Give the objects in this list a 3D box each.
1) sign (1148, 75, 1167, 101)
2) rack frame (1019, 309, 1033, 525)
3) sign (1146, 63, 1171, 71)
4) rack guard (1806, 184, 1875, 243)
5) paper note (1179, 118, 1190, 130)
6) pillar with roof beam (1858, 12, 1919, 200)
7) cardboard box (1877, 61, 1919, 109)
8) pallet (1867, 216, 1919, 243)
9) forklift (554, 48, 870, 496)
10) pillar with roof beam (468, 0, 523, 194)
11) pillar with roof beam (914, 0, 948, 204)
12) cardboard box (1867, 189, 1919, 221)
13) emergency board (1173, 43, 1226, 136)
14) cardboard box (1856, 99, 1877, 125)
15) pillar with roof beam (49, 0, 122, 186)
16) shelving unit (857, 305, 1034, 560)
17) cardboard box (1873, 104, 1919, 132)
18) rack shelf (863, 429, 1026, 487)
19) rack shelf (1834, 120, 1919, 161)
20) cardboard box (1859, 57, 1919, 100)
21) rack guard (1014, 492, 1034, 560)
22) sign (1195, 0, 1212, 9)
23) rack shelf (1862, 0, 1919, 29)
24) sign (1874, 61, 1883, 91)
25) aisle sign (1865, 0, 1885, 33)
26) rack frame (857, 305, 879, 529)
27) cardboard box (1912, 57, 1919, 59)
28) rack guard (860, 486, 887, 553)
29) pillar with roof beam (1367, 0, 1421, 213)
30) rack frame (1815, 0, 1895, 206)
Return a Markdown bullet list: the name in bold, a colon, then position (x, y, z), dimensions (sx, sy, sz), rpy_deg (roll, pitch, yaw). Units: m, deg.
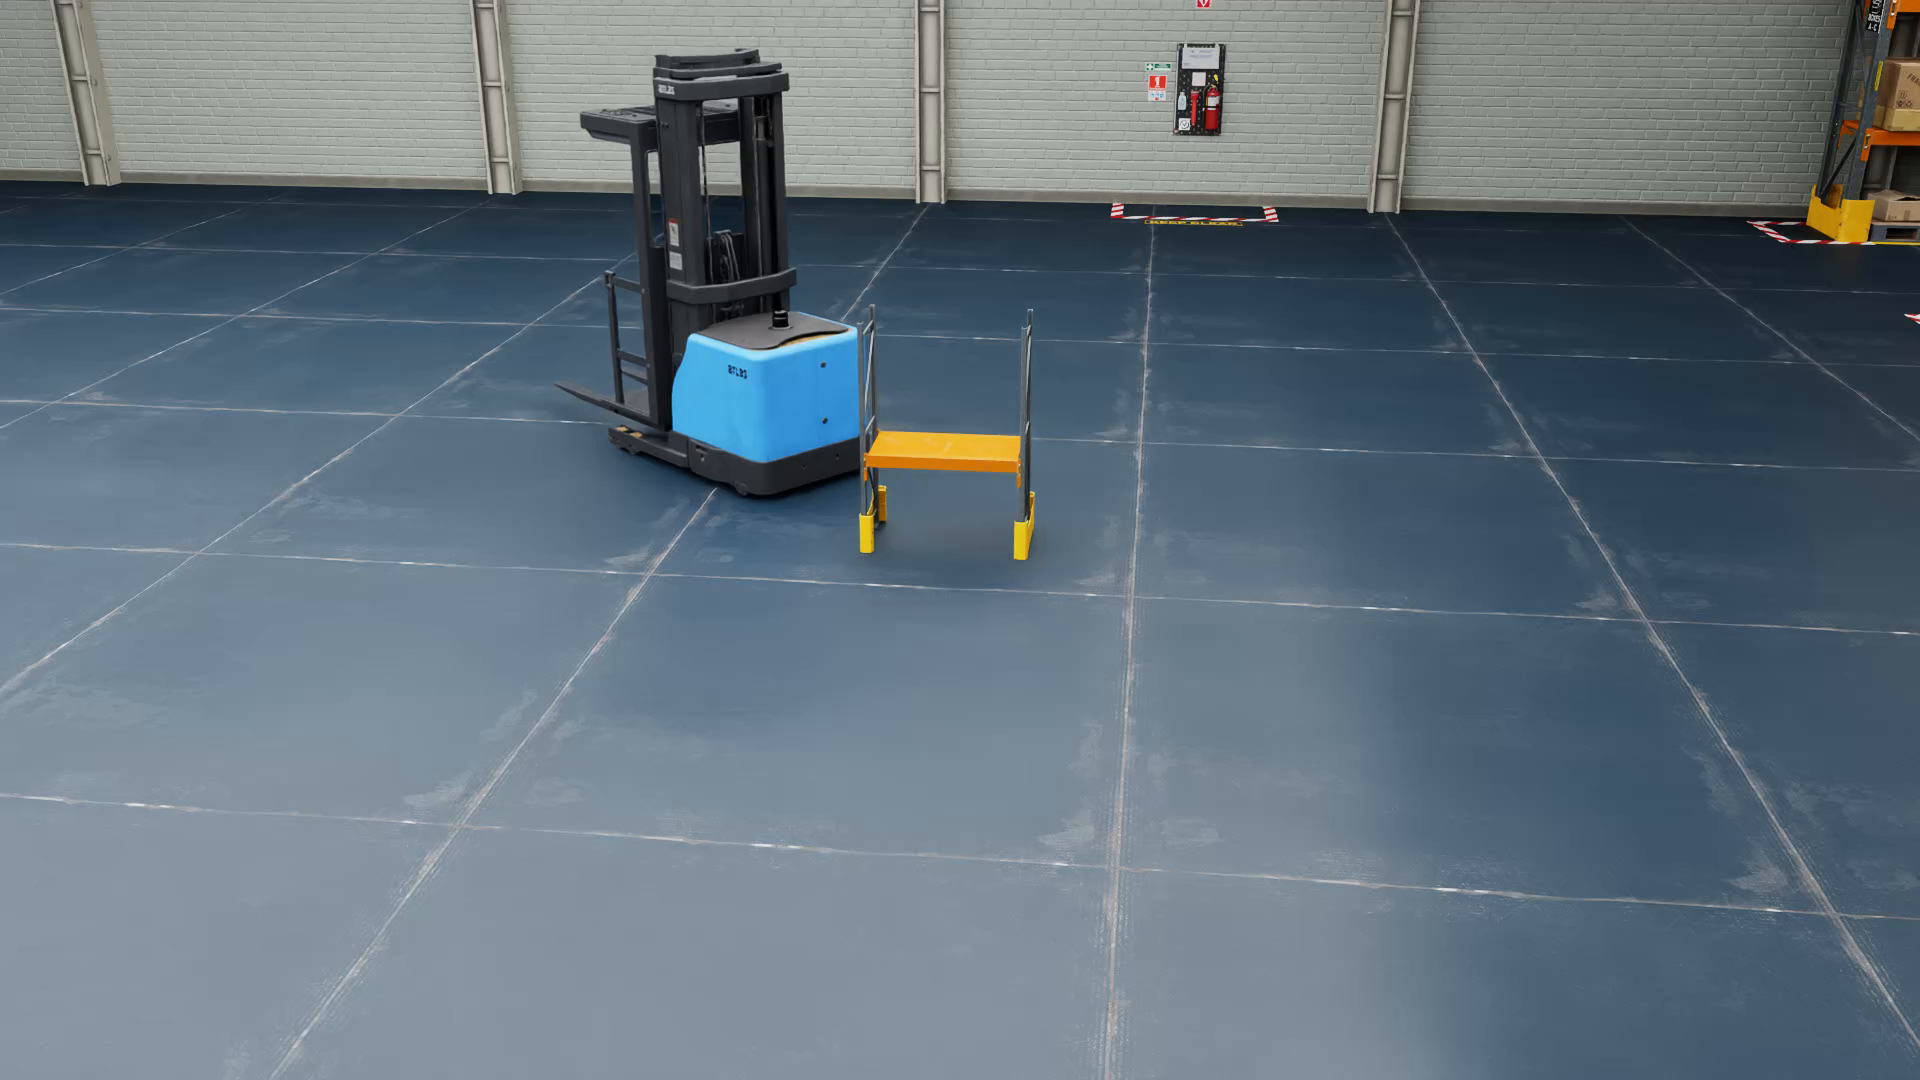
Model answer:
- **sign**: position (2.589, -5.934, 21.821), dimensions (0.234, 0.329, 0.001), rpy_deg (2, 22, 6)
- **rack frame**: position (0.420, -0.679, 10.618), dimensions (0.032, 1.500, 0.500), rpy_deg (2, 22, 6)
- **sign**: position (2.593, -6.177, 21.715), dimensions (0.331, 0.109, 0.001), rpy_deg (2, 22, 6)
- **rack guard**: position (10.813, -4.024, 20.438), dimensions (0.348, 0.500, 1.175), rpy_deg (2, 22, 6)
- **paper note**: position (2.959, -5.479, 21.917), dimensions (0.142, 0.148, 0.016), rpy_deg (2, 22, 6)
- **pillar with roof beam**: position (11.027, -6.693, 15.631), dimensions (0.400, 9.000, 9.100), rpy_deg (2, 22, 6)
- **cardboard box**: position (11.176, -5.348, 19.543), dimensions (0.500, 0.500, 0.500), rpy_deg (3, 22, 6)
- **pallet**: position (11.615, -3.842, 20.370), dimensions (1.213, 0.211, 1.003), rpy_deg (2, 22, 6)
- **forklift**: position (-2.035, -2.125, 12.329), dimensions (1.130, 2.935, 3.031), rpy_deg (-19, 29, -40)
- **pillar with roof beam**: position (-6.847, -7.472, 17.601), dimensions (0.400, 9.000, 9.100), rpy_deg (2, 22, 6)
- **pillar with roof beam**: position (-0.889, -7.213, 16.944), dimensions (0.400, 9.000, 9.100), rpy_deg (2, 22, 6)
- **cardboard box**: position (11.414, -4.081, 20.242), dimensions (0.500, 0.311, 0.500), rpy_deg (0, 22, 0)
- **emergency board**: position (3.126, -5.856, 21.672), dimensions (0.643, 1.169, 0.194), rpy_deg (2, 22, 6)
- **cardboard box**: position (11.224, -5.180, 20.139), dimensions (0.500, 0.250, 0.500), rpy_deg (3, 22, 7)
- **pillar with roof beam**: position (-12.806, -7.732, 18.257), dimensions (0.400, 9.000, 9.100), rpy_deg (2, 22, 6)
- **shelving unit**: position (-0.076, -0.701, 10.672), dimensions (1.083, 1.500, 0.587), rpy_deg (2, 22, 6)
- **cardboard box**: position (11.184, -4.992, 19.664), dimensions (0.500, 0.250, 0.500), rpy_deg (2, 22, 5)
- **rack shelf**: position (-0.085, -0.534, 10.740), dimensions (1.000, 0.185, 0.538), rpy_deg (2, 22, 6)
- **rack shelf**: position (12.723, -4.769, 19.900), dimensions (4.000, 0.370, 1.077), rpy_deg (2, 22, 6)
- **cardboard box**: position (11.230, -5.535, 20.018), dimensions (0.500, 0.500, 0.500), rpy_deg (2, 22, 6)
- **rack guard**: position (0.419, -0.098, 10.848), dimensions (0.087, 0.250, 0.587), rpy_deg (2, 22, 6)
- **sign**: position (3.130, -6.970, 21.338), dimensions (0.199, 0.298, 0.001), rpy_deg (2, 22, 6)
- **rack shelf**: position (12.723, -6.164, 19.349), dimensions (4.000, 0.370, 1.077), rpy_deg (2, 22, 6)
- **sign**: position (10.673, -5.394, 19.327), dimensions (0.005, 0.325, 0.100), rpy_deg (2, 22, 6)
- **aisle sign**: position (10.630, -6.292, 19.240), dimensions (0.004, 0.787, 0.394), rpy_deg (2, 22, 6)
- **rack frame**: position (-0.590, -0.723, 10.729), dimensions (0.032, 1.500, 0.500), rpy_deg (2, 22, 6)
- **cardboard box**: position (11.729, -5.510, 19.954), dimensions (0.500, 0.500, 0.500), rpy_deg (3, 22, 7)
- **rack guard**: position (-0.570, -0.141, 10.957), dimensions (0.087, 0.250, 0.587), rpy_deg (2, 22, 6)
- **pillar with roof beam**: position (5.069, -6.953, 16.287), dimensions (0.400, 9.000, 9.100), rpy_deg (2, 22, 6)
- **rack frame**: position (10.737, -5.190, 19.987), dimensions (0.127, 3.000, 1.000), rpy_deg (2, 22, 6)
